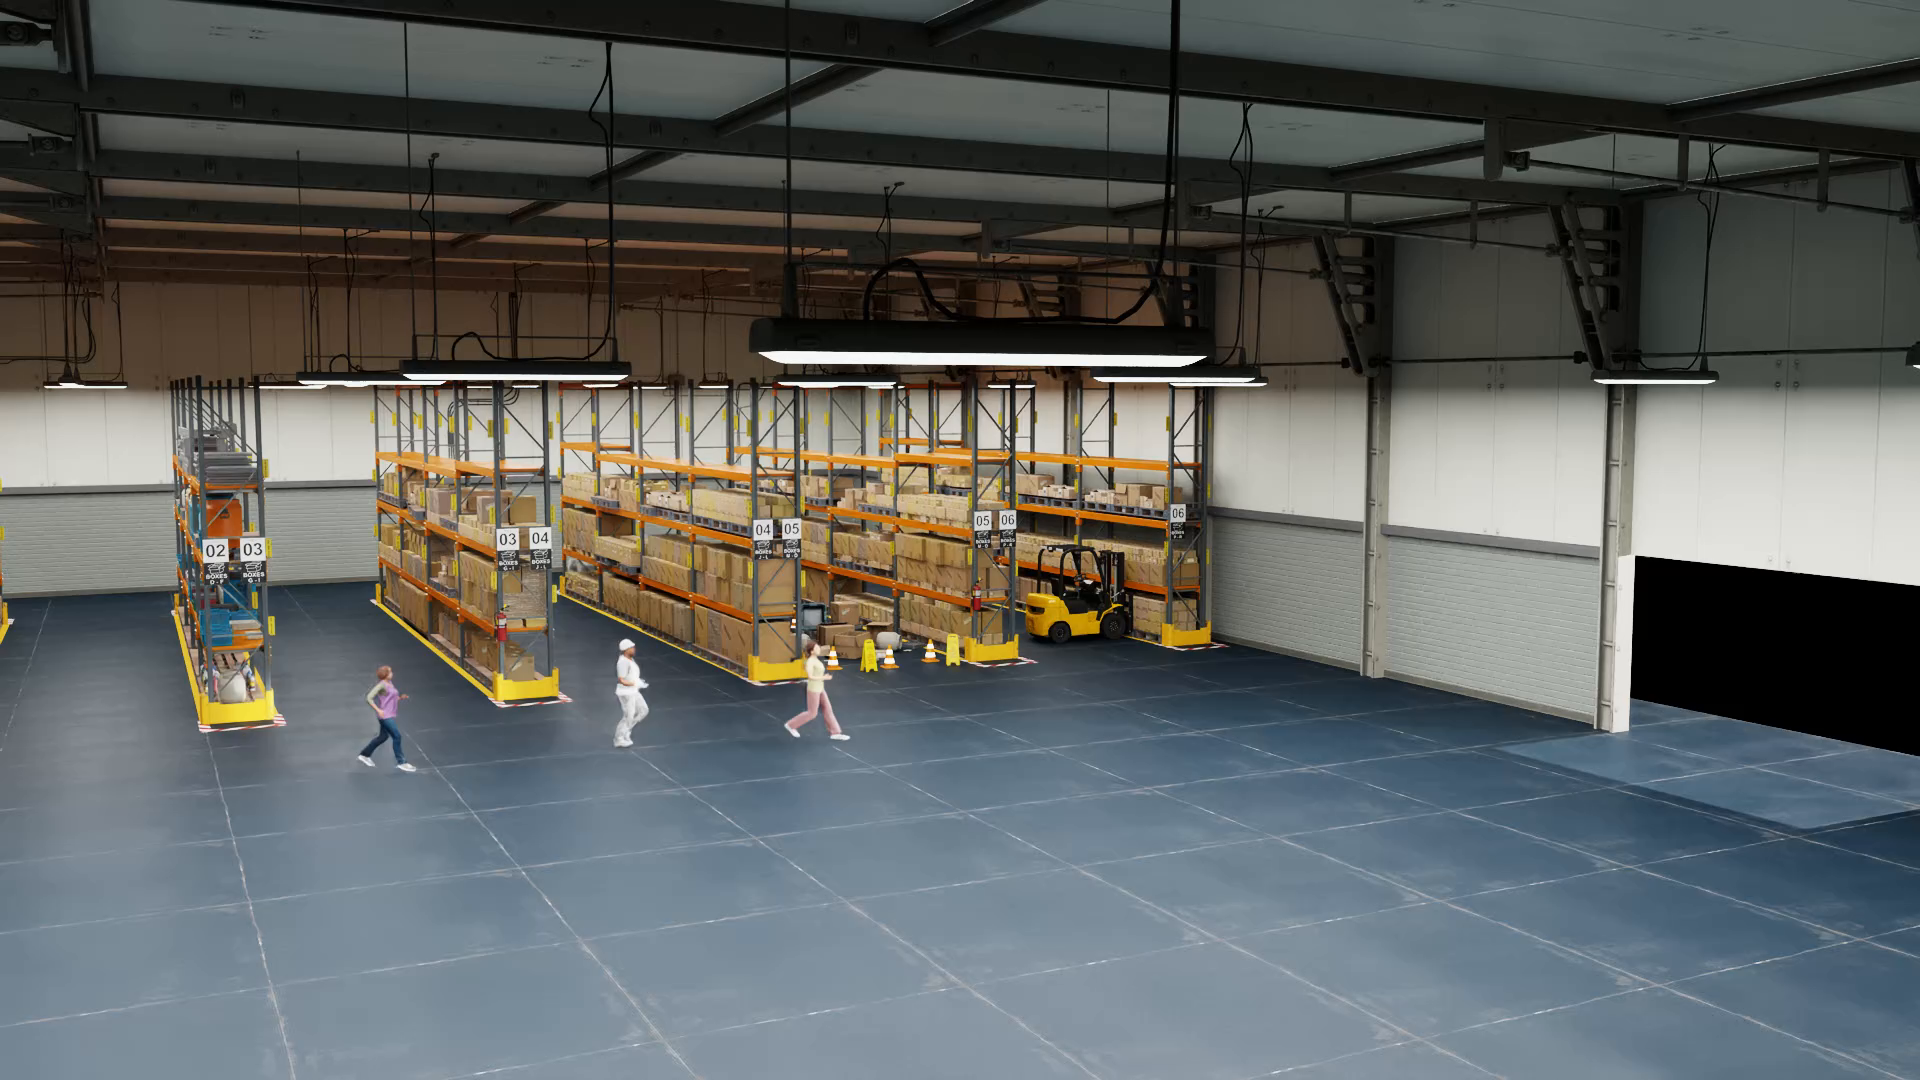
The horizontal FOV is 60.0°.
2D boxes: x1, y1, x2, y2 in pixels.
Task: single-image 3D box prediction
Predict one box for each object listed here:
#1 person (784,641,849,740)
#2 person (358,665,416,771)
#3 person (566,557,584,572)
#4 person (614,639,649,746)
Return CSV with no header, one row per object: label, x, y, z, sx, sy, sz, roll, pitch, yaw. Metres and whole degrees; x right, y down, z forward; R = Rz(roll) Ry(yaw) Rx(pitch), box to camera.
person,-2.339,2.459,27.136,1.053,1.626,0.588,1,5,7
person,-8.637,2.679,25.015,0.868,1.601,0.528,-1,5,-6
person,-11.221,0.506,48.637,0.641,1.785,0.701,4,6,37
person,-5.285,2.456,26.783,0.615,1.735,0.653,0,5,1
